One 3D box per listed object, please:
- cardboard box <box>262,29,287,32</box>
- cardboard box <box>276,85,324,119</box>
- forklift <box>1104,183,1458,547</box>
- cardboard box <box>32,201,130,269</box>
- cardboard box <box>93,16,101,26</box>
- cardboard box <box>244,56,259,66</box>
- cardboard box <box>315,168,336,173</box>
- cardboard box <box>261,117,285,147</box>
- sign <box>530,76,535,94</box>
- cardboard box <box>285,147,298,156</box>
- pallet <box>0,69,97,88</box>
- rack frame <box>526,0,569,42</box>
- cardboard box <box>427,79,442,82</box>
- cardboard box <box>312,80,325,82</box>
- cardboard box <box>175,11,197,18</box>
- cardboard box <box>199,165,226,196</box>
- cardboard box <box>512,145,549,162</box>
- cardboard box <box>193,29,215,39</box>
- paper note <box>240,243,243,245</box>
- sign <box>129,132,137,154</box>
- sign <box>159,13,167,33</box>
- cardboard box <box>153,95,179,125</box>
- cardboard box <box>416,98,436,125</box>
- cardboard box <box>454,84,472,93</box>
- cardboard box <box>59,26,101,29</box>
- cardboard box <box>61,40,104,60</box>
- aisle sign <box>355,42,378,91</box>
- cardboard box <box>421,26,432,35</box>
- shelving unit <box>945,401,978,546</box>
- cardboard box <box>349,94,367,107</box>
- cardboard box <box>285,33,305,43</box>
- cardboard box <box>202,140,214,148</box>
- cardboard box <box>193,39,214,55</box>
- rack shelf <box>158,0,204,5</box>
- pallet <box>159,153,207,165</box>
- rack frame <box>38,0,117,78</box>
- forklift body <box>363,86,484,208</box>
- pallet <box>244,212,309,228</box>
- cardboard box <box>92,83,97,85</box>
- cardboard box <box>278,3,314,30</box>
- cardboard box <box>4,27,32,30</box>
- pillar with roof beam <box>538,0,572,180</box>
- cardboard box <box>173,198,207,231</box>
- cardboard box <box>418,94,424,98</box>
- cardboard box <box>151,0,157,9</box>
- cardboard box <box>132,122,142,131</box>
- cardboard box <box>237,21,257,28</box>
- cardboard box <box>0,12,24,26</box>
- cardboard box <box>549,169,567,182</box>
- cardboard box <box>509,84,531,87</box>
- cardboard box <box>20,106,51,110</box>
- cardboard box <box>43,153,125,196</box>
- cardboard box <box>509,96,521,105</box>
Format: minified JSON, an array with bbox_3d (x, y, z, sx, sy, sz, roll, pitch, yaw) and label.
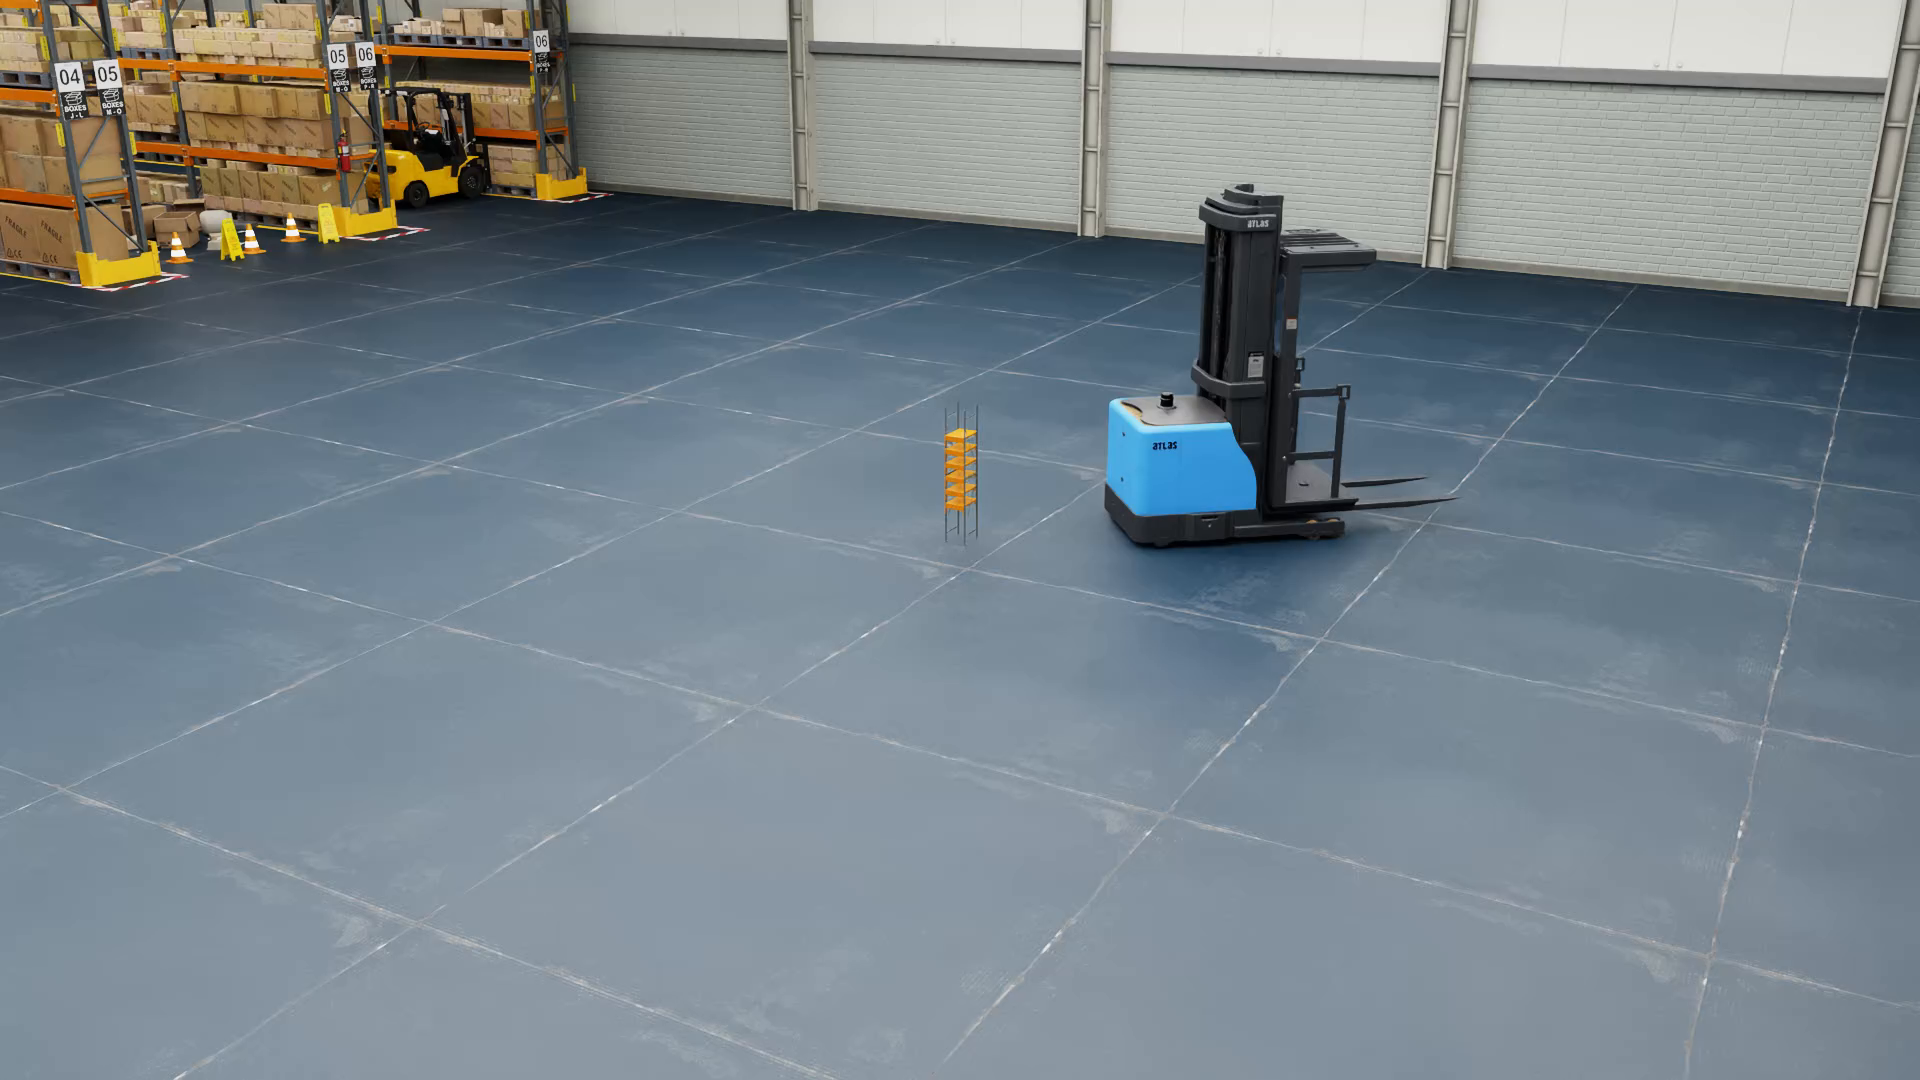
[{"bbox_3d":[-12.141,-8.978,29.518,0.250,0.149,0.380,11,23,28],"label":"cardboard box"},{"bbox_3d":[-11.423,-7.627,28.942,0.500,0.500,0.700,11,23,28],"label":"cardboard box"},{"bbox_3d":[2.868,-1.553,14.348,3.031,2.935,1.130,-4,20,-11],"label":"forklift"},{"bbox_3d":[-13.382,-4.665,25.326,0.875,0.875,0.875,11,23,28],"label":"cardboard box"},{"bbox_3d":[-19.493,-11.906,38.173,0.500,0.250,0.500,10,22,25],"label":"cardboard box"},{"bbox_3d":[-12.243,-8.374,29.020,0.250,0.149,0.380,10,22,27],"label":"cardboard box"},{"bbox_3d":[-11.481,-6.427,30.000,0.500,0.500,0.500,10,22,25],"label":"cardboard box"},{"bbox_3d":[-11.910,-7.227,29.308,0.500,0.500,0.500,11,23,27],"label":"cardboard box"},{"bbox_3d":[-8.291,-8.838,32.286,0.005,0.325,0.100,11,23,27],"label":"sign"},{"bbox_3d":[-11.591,-6.836,29.179,0.250,0.149,0.380,11,23,28],"label":"cardboard box"},{"bbox_3d":[-13.411,-6.862,24.614,1.213,0.211,1.003,11,23,27],"label":"pallet"},{"bbox_3d":[-8.015,-11.162,31.940,0.127,3.000,1.000,11,23,27],"label":"rack frame"},{"bbox_3d":[-10.882,-9.482,34.571,0.250,0.149,0.380,10,22,26],"label":"cardboard box"},{"bbox_3d":[-13.888,-9.939,36.267,0.250,0.149,0.380,10,22,26],"label":"cardboard box"},{"bbox_3d":[-17.071,-11.595,36.701,0.250,0.149,0.380,11,23,28],"label":"cardboard box"},{"bbox_3d":[-13.541,-6.608,30.498,0.500,0.500,0.500,12,23,30],"label":"cardboard box"},{"bbox_3d":[-8.569,-7.700,33.145,0.500,0.250,0.500,12,23,29],"label":"cardboard box"},{"bbox_3d":[-13.341,-8.965,29.480,0.250,0.149,0.380,10,22,26],"label":"cardboard box"},{"bbox_3d":[-12.228,-5.032,28.193,0.142,0.019,0.148,3,20,9],"label":"paper note"},{"bbox_3d":[-12.482,-5.981,25.070,0.005,0.325,0.100,11,23,27],"label":"sign"},{"bbox_3d":[-14.192,-9.201,29.597,0.005,0.325,0.100,11,23,27],"label":"sign"},{"bbox_3d":[-14.439,-7.921,30.605,0.500,0.500,0.500,10,22,26],"label":"cardboard box"},{"bbox_3d":[-10.784,-8.821,34.137,0.500,0.500,0.500,11,23,28],"label":"cardboard box"},{"bbox_3d":[-9.984,-9.131,33.603,0.250,0.149,0.380,11,23,28],"label":"cardboard box"},{"bbox_3d":[-16.594,-9.490,31.584,0.500,0.500,0.700,11,23,27],"label":"cardboard box"},{"bbox_3d":[-13.054,-7.254,24.585,0.500,0.250,0.500,11,23,27],"label":"cardboard box"},{"bbox_3d":[-10.227,-8.168,28.670,0.004,0.787,0.394,11,23,27],"label":"aisle sign"},{"bbox_3d":[-10.592,-10.251,33.432,0.250,0.149,0.380,12,23,29],"label":"cardboard box"},{"bbox_3d":[0.013,-0.562,14.154,0.189,1.200,0.258,11,23,27],"label":"shelving unit"},{"bbox_3d":[-12.513,-9.260,34.982,0.500,0.250,0.500,10,22,26],"label":"cardboard box"},{"bbox_3d":[-11.309,-8.590,28.447,0.250,0.149,0.380,11,22,27],"label":"cardboard box"},{"bbox_3d":[-13.560,-7.236,30.283,0.250,0.149,0.380,12,23,29],"label":"cardboard box"},{"bbox_3d":[-13.219,-8.770,29.529,0.500,0.250,0.500,11,22,27],"label":"cardboard box"},{"bbox_3d":[-15.670,-10.155,30.806,4.000,0.370,1.077,11,23,27],"label":"rack shelf"},{"bbox_3d":[-17.762,-8.902,38.598,1.213,0.211,1.003,11,23,27],"label":"pallet"},{"bbox_3d":[-12.758,-8.193,23.756,0.127,3.000,1.000,11,23,27],"label":"rack frame"},{"bbox_3d":[-10.560,-7.715,32.480,1.214,2.155,2.313,11,23,27],"label":"forklift body"},{"bbox_3d":[-12.251,-5.914,30.359,1.213,0.211,1.003,11,23,27],"label":"pallet"},{"bbox_3d":[-19.928,-10.585,38.929,0.500,0.250,0.500,11,22,27],"label":"cardboard box"},{"bbox_3d":[-13.996,-11.127,35.332,0.500,0.500,0.700,10,22,26],"label":"cardboard box"},{"bbox_3d":[-14.227,-7.689,25.200,0.250,0.149,0.380,11,23,28],"label":"cardboard box"},{"bbox_3d":[-10.282,-10.264,29.466,0.400,9.000,9.100,11,23,27],"label":"pillar with roof beam"},{"bbox_3d":[-13.652,-5.771,29.539,0.500,0.500,0.500,-7,21,-20],"label":"cardboard box"},{"bbox_3d":[-10.889,-9.150,34.093,0.250,0.149,0.380,11,23,27],"label":"cardboard box"},{"bbox_3d":[-18.190,-12.178,37.701,0.258,0.266,0.396,10,22,27],"label":"cardboard box"},{"bbox_3d":[-15.196,-7.734,31.040,0.250,0.149,0.380,11,23,28],"label":"cardboard box"},{"bbox_3d":[-15.426,-11.186,36.041,0.250,0.149,0.380,11,23,28],"label":"cardboard box"},{"bbox_3d":[-18.373,-9.956,32.253,0.500,0.500,0.700,10,22,25],"label":"cardboard box"},{"bbox_3d":[-8.348,-7.386,33.746,0.500,0.250,0.500,11,23,28],"label":"cardboard box"},{"bbox_3d":[-8.862,-9.092,33.496,0.250,0.149,0.380,11,23,28],"label":"cardboard box"},{"bbox_3d":[-17.963,-8.363,32.509,0.500,0.250,0.500,11,23,27],"label":"cardboard box"},{"bbox_3d":[-13.104,-5.492,24.886,0.550,0.550,0.875,11,23,27],"label":"cardboard box"},{"bbox_3d":[-8.692,-8.702,32.857,0.250,0.149,0.380,11,23,28],"label":"cardboard box"}]
